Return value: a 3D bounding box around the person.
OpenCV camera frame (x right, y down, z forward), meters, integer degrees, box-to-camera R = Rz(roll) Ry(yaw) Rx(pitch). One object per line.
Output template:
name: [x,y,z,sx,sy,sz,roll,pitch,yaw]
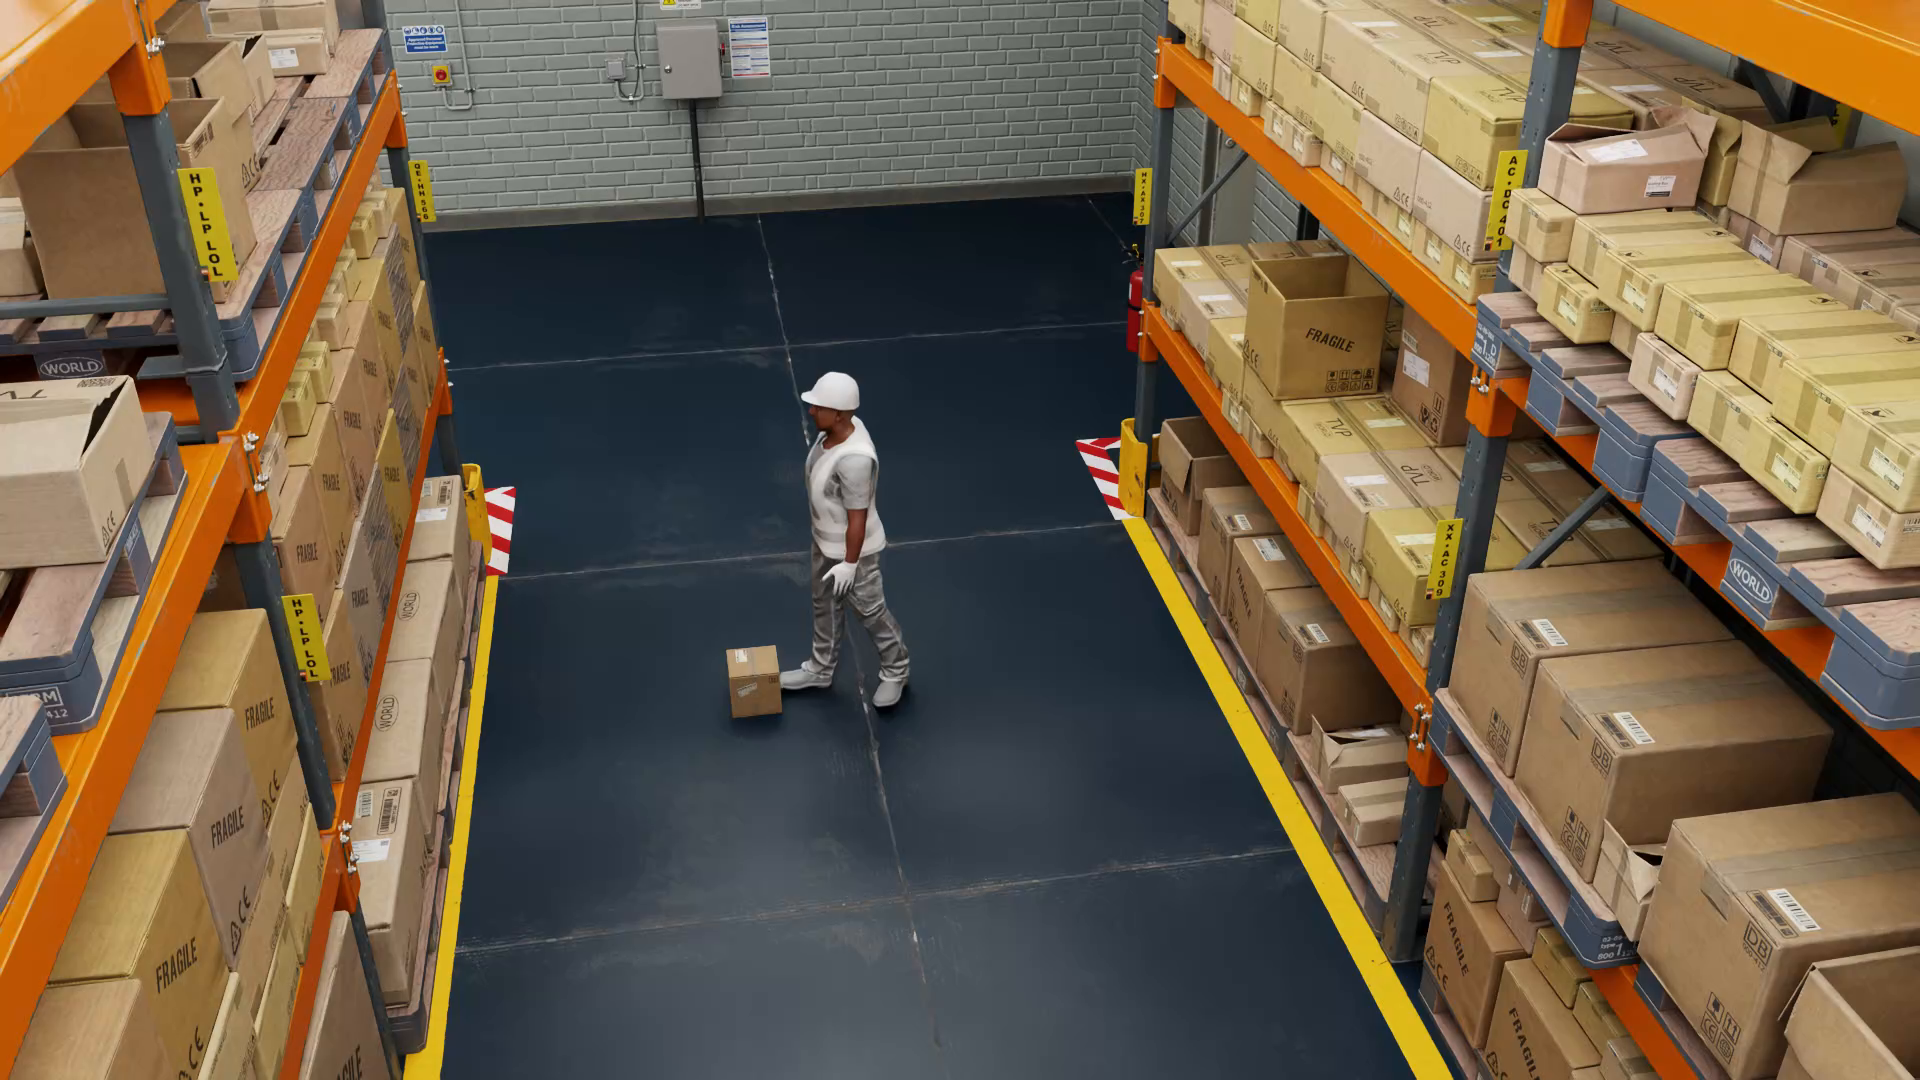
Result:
person: [-0.591,0.018,8.075,0.671,1.786,0.566,-10,32,-17]
